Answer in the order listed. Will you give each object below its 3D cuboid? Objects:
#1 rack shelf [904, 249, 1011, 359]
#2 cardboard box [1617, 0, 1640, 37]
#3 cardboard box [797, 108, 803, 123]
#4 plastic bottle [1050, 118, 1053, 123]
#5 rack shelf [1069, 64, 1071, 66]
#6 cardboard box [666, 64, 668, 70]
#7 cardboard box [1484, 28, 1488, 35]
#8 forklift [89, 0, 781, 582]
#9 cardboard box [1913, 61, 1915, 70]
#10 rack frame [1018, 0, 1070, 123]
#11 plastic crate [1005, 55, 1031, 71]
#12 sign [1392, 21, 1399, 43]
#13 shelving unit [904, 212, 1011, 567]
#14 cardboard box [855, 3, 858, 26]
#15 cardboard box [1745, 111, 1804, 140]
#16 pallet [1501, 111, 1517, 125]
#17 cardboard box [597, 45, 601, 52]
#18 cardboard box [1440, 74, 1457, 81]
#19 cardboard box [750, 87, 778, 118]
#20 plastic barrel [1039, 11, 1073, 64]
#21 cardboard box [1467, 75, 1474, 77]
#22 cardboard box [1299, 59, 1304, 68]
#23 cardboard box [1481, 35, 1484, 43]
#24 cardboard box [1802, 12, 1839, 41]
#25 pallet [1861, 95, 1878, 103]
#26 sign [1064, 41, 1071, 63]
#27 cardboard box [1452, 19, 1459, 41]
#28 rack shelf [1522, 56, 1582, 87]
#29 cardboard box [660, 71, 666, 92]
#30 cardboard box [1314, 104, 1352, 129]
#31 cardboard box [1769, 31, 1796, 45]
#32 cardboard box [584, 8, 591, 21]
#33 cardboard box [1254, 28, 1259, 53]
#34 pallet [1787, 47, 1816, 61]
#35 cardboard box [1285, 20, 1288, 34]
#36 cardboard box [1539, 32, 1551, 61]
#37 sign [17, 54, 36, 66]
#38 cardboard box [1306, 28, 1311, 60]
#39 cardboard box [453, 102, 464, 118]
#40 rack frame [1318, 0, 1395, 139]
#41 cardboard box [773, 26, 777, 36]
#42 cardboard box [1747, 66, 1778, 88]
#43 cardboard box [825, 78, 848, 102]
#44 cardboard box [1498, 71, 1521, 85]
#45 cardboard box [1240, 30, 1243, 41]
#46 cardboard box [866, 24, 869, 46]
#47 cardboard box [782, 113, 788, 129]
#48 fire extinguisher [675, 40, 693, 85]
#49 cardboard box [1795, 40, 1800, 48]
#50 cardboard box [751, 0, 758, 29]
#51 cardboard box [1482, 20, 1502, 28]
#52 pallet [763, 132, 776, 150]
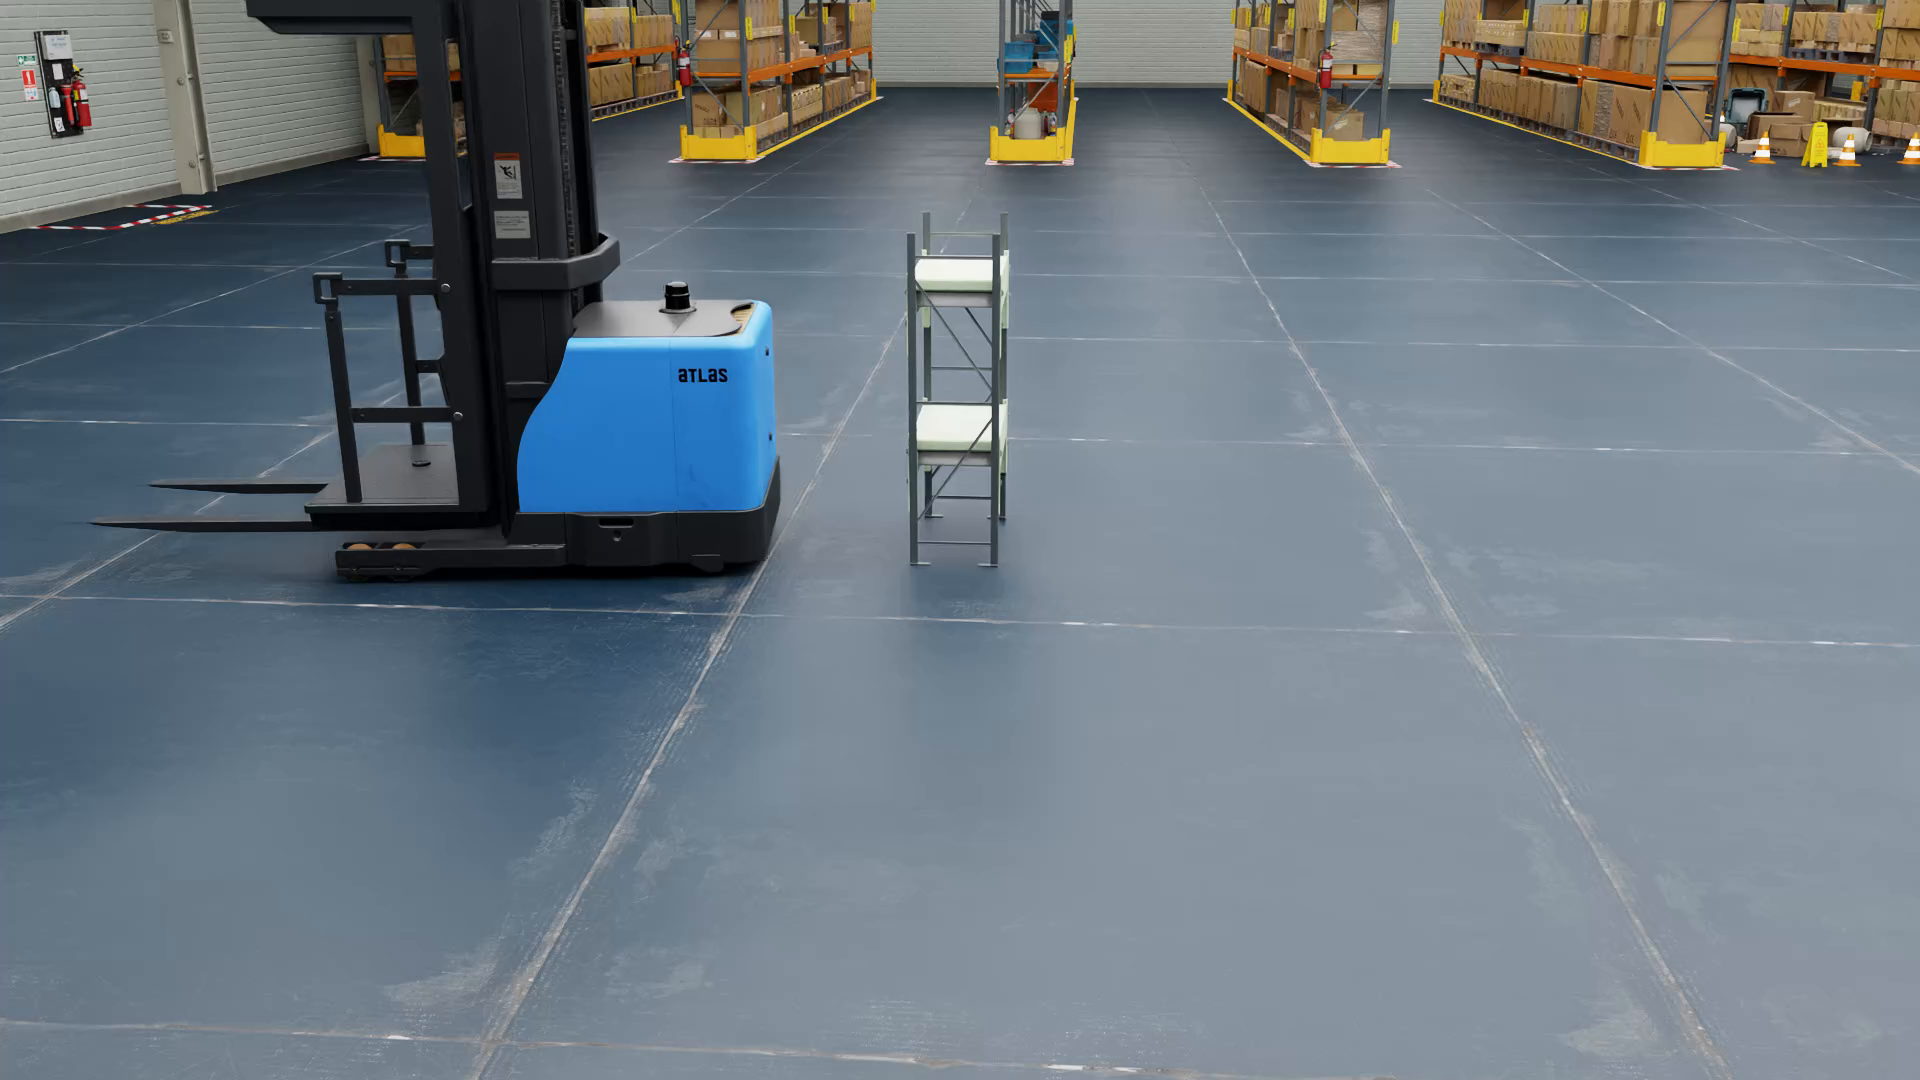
[{"bbox_3d":[0.000,-1.081,7.562,0.431,0.370,0.720,1,18,4],"label":"rack shelf"},{"bbox_3d":[11.083,-8.362,26.649,0.875,0.550,0.500,1,18,4],"label":"cardboard box"},{"bbox_3d":[-3.233,-7.930,31.047,0.500,0.250,0.500,2,18,5],"label":"cardboard box"},{"bbox_3d":[1.572,-6.979,28.081,0.097,0.271,0.097,0,18,0],"label":"plastic bottle"},{"bbox_3d":[1.823,-10.168,35.293,1.077,0.370,4.000,1,18,4],"label":"rack shelf"},{"bbox_3d":[-7.406,-11.651,40.961,0.380,0.149,0.250,1,18,3],"label":"cardboard box"},{"bbox_3d":[11.307,-10.746,35.154,0.380,0.149,0.250,1,18,2],"label":"cardboard box"},{"bbox_3d":[-2.396,-1.374,7.409,3.031,2.935,1.130,0,18,-1],"label":"forklift"},{"bbox_3d":[15.880,-7.782,27.260,0.380,0.149,0.250,1,18,4],"label":"cardboard box"},{"bbox_3d":[1.680,-9.889,33.285,1.000,3.000,0.127,1,18,4],"label":"rack frame"},{"bbox_3d":[0.896,-7.697,26.835,0.499,0.251,0.408,1,18,4],"label":"plastic crate"},{"bbox_3d":[6.588,-7.693,25.193,0.100,0.325,0.005,1,18,4],"label":"sign"},{"bbox_3d":[0.000,-0.711,7.683,0.431,1.500,0.755,1,18,4],"label":"shelving unit"},{"bbox_3d":[-2.623,-12.066,38.163,0.500,0.500,0.500,1,18,2],"label":"cardboard box"},{"bbox_3d":[13.590,-6.843,27.782,0.797,0.637,0.503,1,18,4],"label":"cardboard box"},{"bbox_3d":[11.617,-8.554,33.689,1.003,0.211,1.213,1,18,4],"label":"pallet"},{"bbox_3d":[-7.883,-10.497,35.514,0.380,0.149,0.250,2,18,5],"label":"cardboard box"},{"bbox_3d":[11.757,-11.093,39.909,0.380,0.149,0.250,0,18,1],"label":"cardboard box"},{"bbox_3d":[-3.442,-7.548,28.679,0.500,0.500,0.500,1,18,4],"label":"cardboard box"},{"bbox_3d":[1.723,-8.998,29.761,0.600,0.901,0.708,1,18,4],"label":"plastic barrel"},{"bbox_3d":[12.273,-11.002,39.629,0.380,0.149,0.250,2,18,5],"label":"cardboard box"},{"bbox_3d":[5.929,-8.046,28.065,0.380,0.149,0.250,1,18,4],"label":"cardboard box"},{"bbox_3d":[11.324,-10.683,35.437,0.380,0.149,0.250,1,18,4],"label":"cardboard box"},{"bbox_3d":[16.211,-9.649,31.240,0.500,0.500,0.500,2,18,7],"label":"cardboard box"},{"bbox_3d":[21.967,-10.336,39.127,1.003,0.211,1.213,1,18,4],"label":"pallet"},{"bbox_3d":[1.655,-7.522,25.618,0.100,0.325,0.005,1,18,4],"label":"sign"},{"bbox_3d":[11.765,-11.858,38.656,0.500,0.500,0.500,2,18,5],"label":"cardboard box"},{"bbox_3d":[11.417,-8.673,30.730,1.077,0.370,4.000,1,18,4],"label":"rack shelf"},{"bbox_3d":[-7.615,-11.231,40.722,0.700,0.500,0.500,1,18,4],"label":"cardboard box"},{"bbox_3d":[6.265,-7.052,27.966,0.500,0.500,0.500,0,18,-1],"label":"cardboard box"},{"bbox_3d":[16.286,-9.879,32.694,0.500,0.250,0.500,1,18,4],"label":"cardboard box"},{"bbox_3d":[-7.910,-10.809,34.218,0.500,0.250,0.500,2,18,5],"label":"cardboard box"},{"bbox_3d":[6.553,-10.619,35.354,0.500,0.500,0.500,1,18,3],"label":"cardboard box"},{"bbox_3d":[16.560,-9.242,31.620,1.213,0.211,1.003,1,18,4],"label":"pallet"},{"bbox_3d":[6.621,-9.857,32.352,0.500,0.500,0.500,-1,18,-3],"label":"cardboard box"},{"bbox_3d":[11.188,-9.236,31.131,0.500,0.500,0.500,1,18,4],"label":"cardboard box"},{"bbox_3d":[-10.367,-5.333,18.471,0.001,0.109,0.331,1,18,4],"label":"sign"},{"bbox_3d":[6.156,-8.120,27.249,0.875,0.500,0.500,1,18,4],"label":"cardboard box"},{"bbox_3d":[-8.493,-7.263,28.580,0.700,0.500,0.500,0,18,0],"label":"cardboard box"},{"bbox_3d":[6.046,-7.294,25.365,1.000,3.000,0.127,1,18,4],"label":"rack frame"},{"bbox_3d":[-3.389,-8.867,28.963,0.380,0.149,0.250,1,18,2],"label":"cardboard box"},{"bbox_3d":[16.705,-9.237,34.032,0.875,0.875,0.875,2,18,5],"label":"cardboard box"},{"bbox_3d":[-2.767,-9.951,36.783,0.500,0.500,0.500,1,18,4],"label":"cardboard box"},{"bbox_3d":[11.425,-9.537,34.347,0.500,0.250,0.500,2,18,5],"label":"cardboard box"},{"bbox_3d":[6.787,-11.710,38.607,0.500,0.250,0.500,1,18,3],"label":"cardboard box"},{"bbox_3d":[-2.481,-12.226,40.258,0.500,0.500,0.500,1,18,4],"label":"cardboard box"},{"bbox_3d":[-3.363,-7.502,29.743,0.500,0.250,0.500,1,18,4],"label":"cardboard box"},{"bbox_3d":[-4.306,-7.453,25.975,0.296,0.674,0.183,1,18,4],"label":"fire extinguisher"},{"bbox_3d":[16.296,-9.540,31.951,0.380,0.149,0.250,0,18,1],"label":"cardboard box"},{"bbox_3d":[-3.717,-8.661,27.294,0.700,0.500,0.500,1,18,4],"label":"cardboard box"},{"bbox_3d":[11.325,-10.963,35.337,0.380,0.149,0.250,1,18,4],"label":"cardboard box"},{"bbox_3d":[-3.731,-6.807,28.358,1.003,0.211,1.213,1,18,4],"label":"pallet"}]
